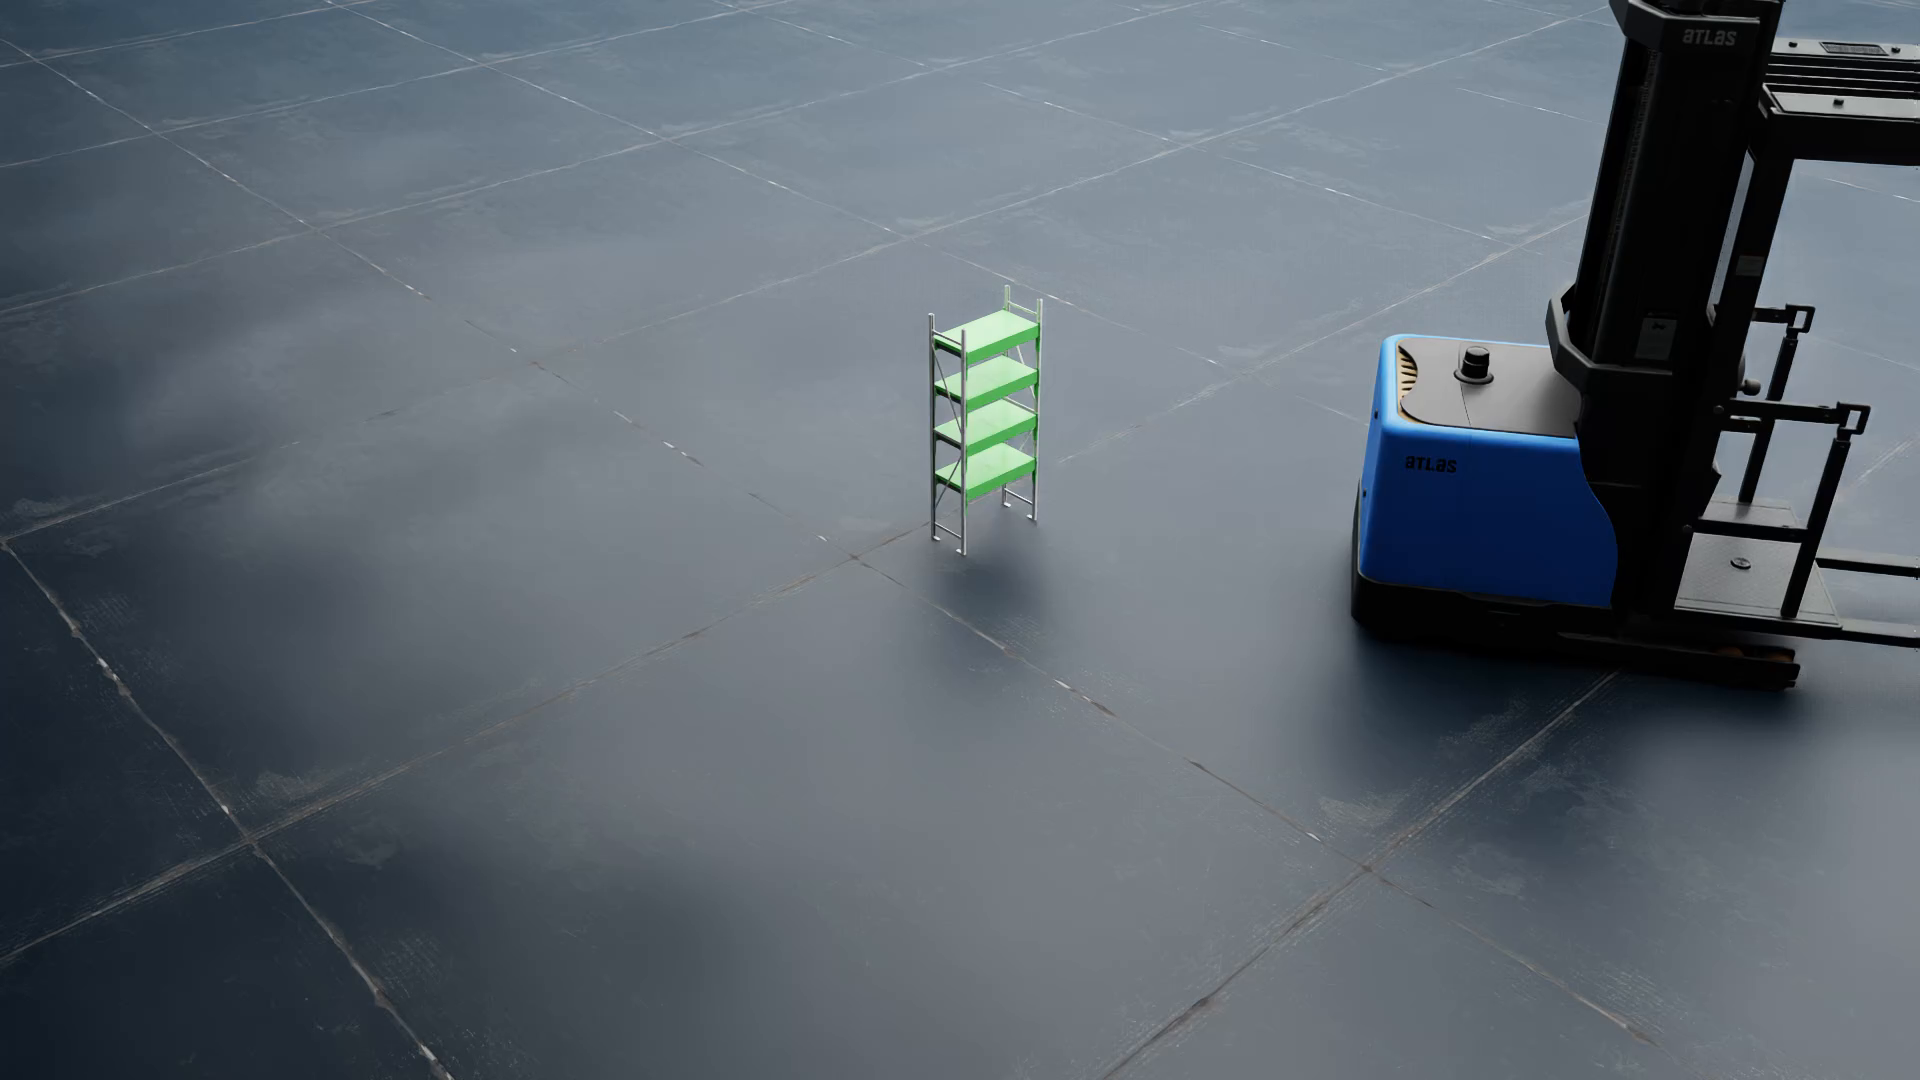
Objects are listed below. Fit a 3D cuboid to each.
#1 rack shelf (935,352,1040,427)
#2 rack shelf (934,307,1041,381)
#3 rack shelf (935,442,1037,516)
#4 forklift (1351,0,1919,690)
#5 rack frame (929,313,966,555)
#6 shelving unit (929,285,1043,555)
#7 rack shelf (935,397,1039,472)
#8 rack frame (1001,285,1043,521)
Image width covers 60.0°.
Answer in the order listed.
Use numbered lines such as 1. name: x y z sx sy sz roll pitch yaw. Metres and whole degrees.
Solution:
1. rack shelf: 0.121 -0.721 7.941 0.480 0.148 0.258 -26 40 -35
2. rack shelf: 0.121 -0.926 7.816 0.480 0.148 0.258 -26 40 -35
3. rack shelf: 0.121 -0.311 8.192 0.480 0.148 0.258 -26 40 -35
4. forklift: 3.349 -0.905 6.921 3.031 2.935 1.130 6 32 10
5. rack frame: -0.058 -0.484 7.891 0.015 1.200 0.240 -26 40 -35
6. shelving unit: 0.121 -0.571 8.033 0.503 1.200 0.258 -26 40 -35
7. rack shelf: 0.121 -0.516 8.066 0.480 0.148 0.258 -26 40 -35
8. rack frame: 0.300 -0.657 8.175 0.015 1.200 0.240 -26 40 -35
